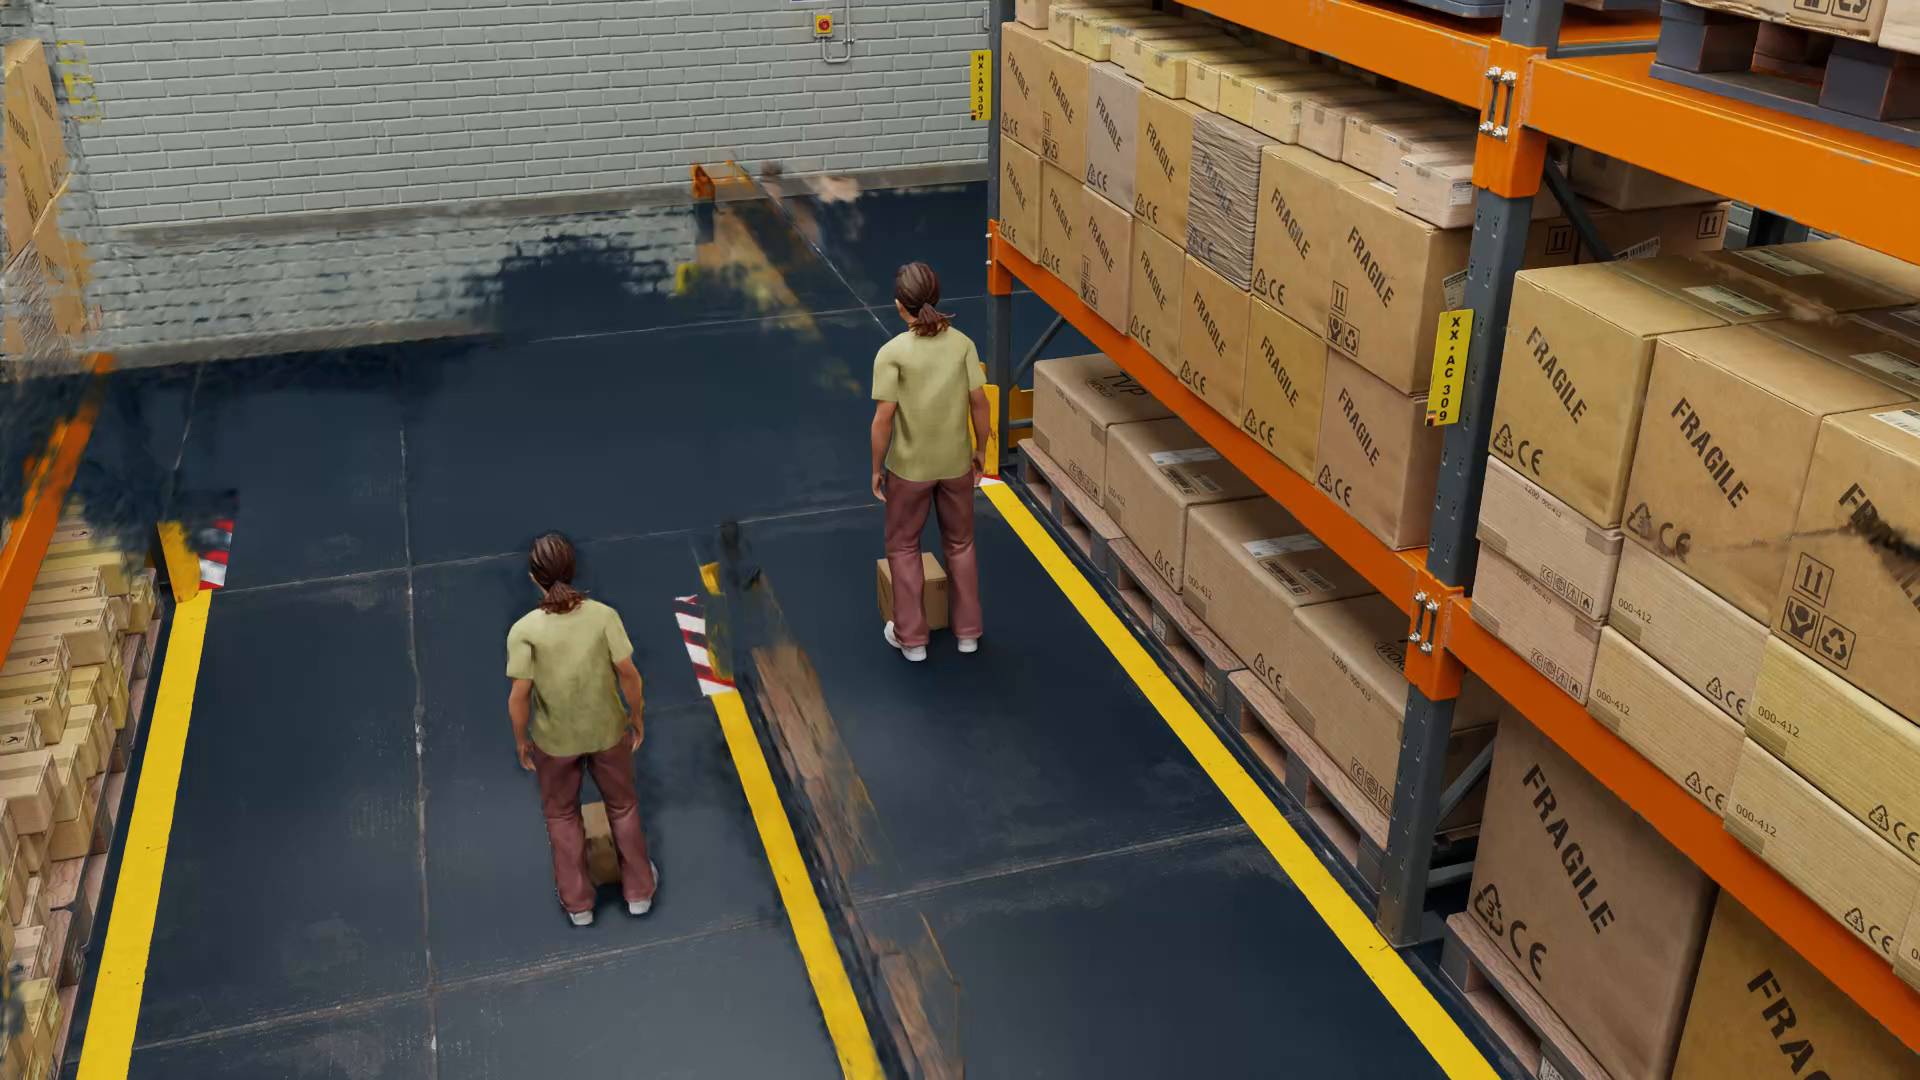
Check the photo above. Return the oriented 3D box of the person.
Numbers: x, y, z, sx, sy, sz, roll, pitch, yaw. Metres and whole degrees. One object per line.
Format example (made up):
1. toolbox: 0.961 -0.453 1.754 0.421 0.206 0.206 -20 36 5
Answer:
1. person: -0.130 -0.297 6.715 0.506 1.671 0.364 -9 28 -17
